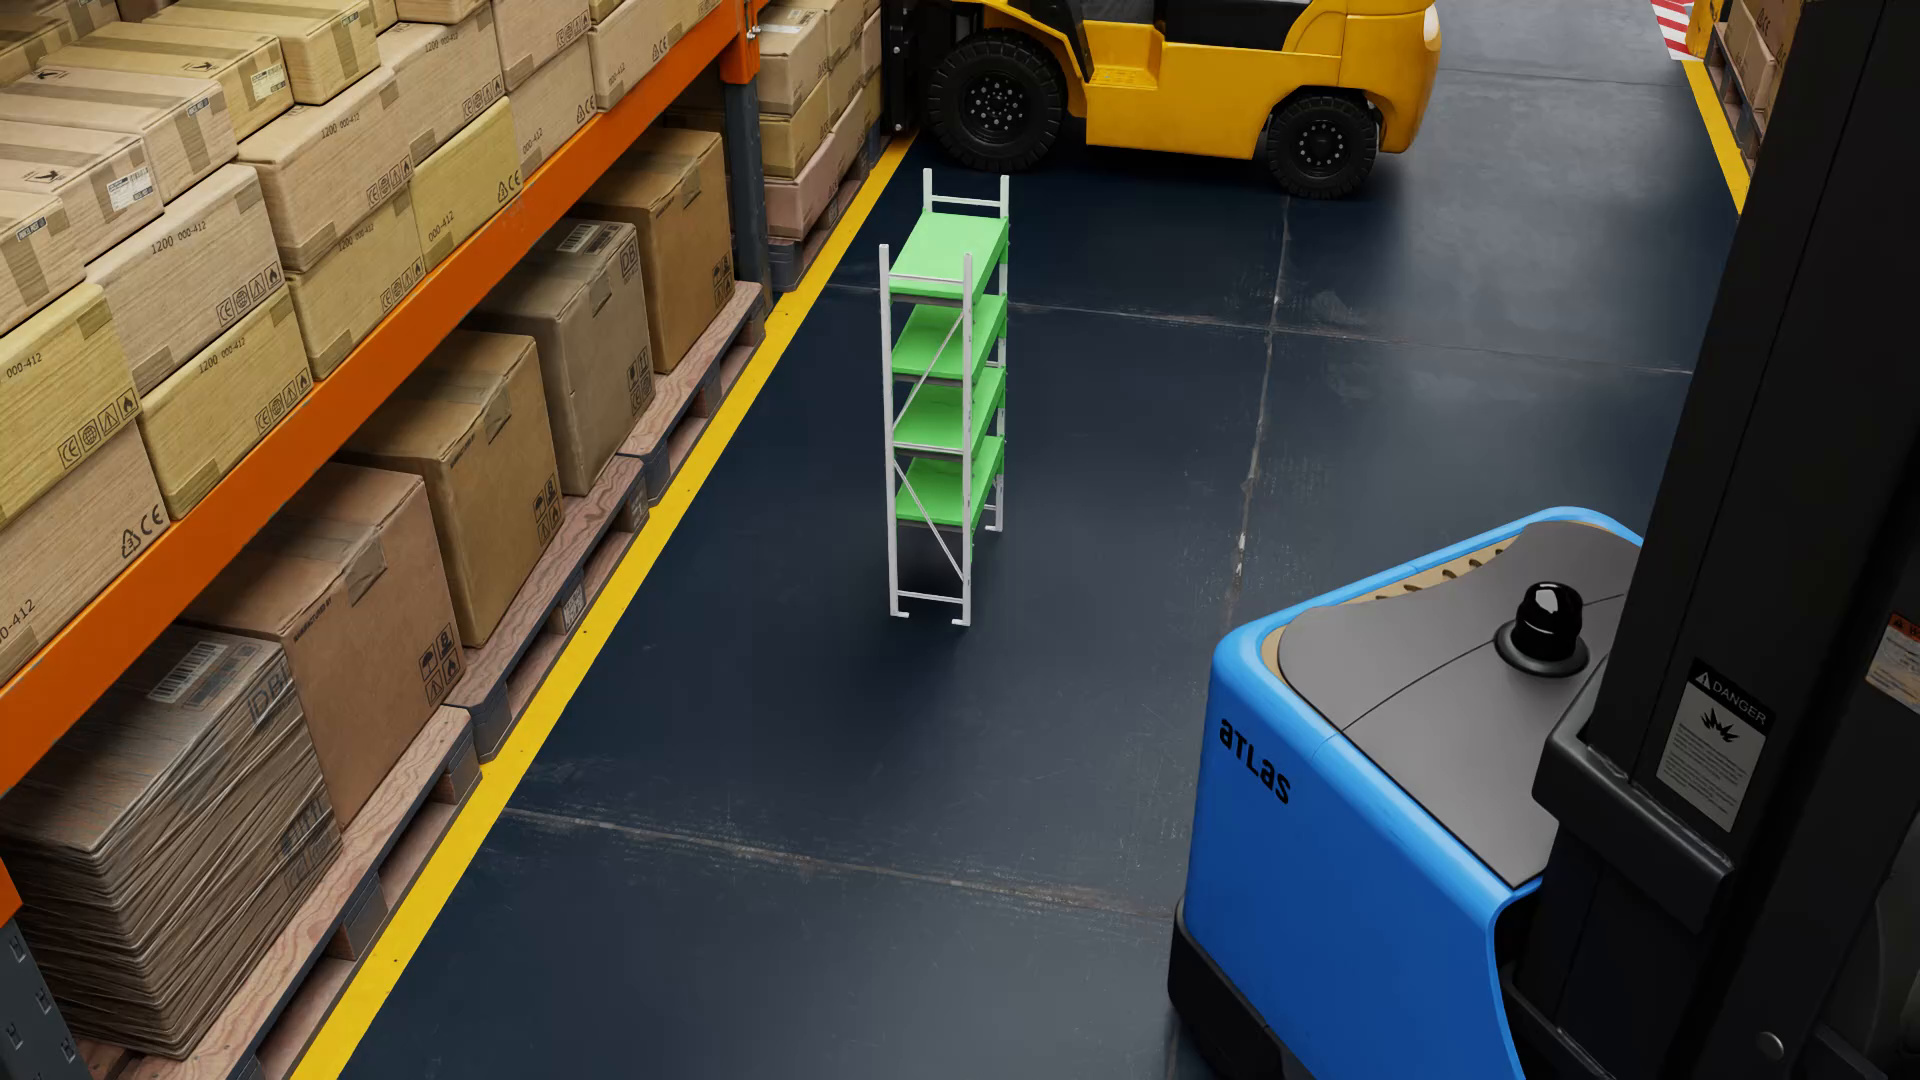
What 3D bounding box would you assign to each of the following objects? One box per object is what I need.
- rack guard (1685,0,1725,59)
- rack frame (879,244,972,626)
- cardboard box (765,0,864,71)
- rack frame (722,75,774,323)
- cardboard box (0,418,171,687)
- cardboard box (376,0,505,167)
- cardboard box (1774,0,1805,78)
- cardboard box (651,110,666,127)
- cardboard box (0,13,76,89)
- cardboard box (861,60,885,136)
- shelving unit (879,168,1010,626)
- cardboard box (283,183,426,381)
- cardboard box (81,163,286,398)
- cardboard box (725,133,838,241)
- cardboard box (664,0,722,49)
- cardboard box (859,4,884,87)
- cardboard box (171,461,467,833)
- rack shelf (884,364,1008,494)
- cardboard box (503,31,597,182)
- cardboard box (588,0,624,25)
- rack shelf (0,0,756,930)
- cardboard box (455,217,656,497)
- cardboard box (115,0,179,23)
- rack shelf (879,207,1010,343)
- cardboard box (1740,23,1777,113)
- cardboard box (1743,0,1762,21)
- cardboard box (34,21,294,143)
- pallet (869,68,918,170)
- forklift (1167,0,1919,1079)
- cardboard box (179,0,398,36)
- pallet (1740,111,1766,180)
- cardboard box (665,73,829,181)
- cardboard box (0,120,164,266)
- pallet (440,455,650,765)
[{"bbox_3d":[4.459,-2.765,8.638,1.175,0.500,0.348,7,37,10],"label":"rack guard"},{"bbox_3d":[-0.087,-0.251,4.574,0.240,1.200,0.015,7,37,10],"label":"rack frame"},{"bbox_3d":[-0.700,-2.139,6.778,0.500,0.250,0.500,7,37,10],"label":"cardboard box"},{"bbox_3d":[-1.229,-2.147,5.656,1.000,3.000,0.127,7,37,10],"label":"rack frame"},{"bbox_3d":[-1.750,-0.017,2.845,0.500,0.250,0.500,7,37,10],"label":"cardboard box"},{"bbox_3d":[-1.428,-1.100,3.914,0.500,0.250,0.500,8,37,11],"label":"cardboard box"},{"bbox_3d":[3.805,-2.152,7.010,0.500,0.500,0.500,8,37,11],"label":"cardboard box"},{"bbox_3d":[-1.326,-1.711,6.614,0.500,0.250,0.500,7,36,9],"label":"cardboard box"},{"bbox_3d":[-2.034,-0.963,3.385,0.380,0.149,0.250,7,37,10],"label":"cardboard box"},{"bbox_3d":[-0.615,-2.029,7.479,0.500,0.250,0.500,8,37,11],"label":"cardboard box"},{"bbox_3d":[-0.035,-0.391,4.767,0.258,1.200,0.503,7,37,10],"label":"shelving unit"},{"bbox_3d":[-1.535,-0.601,3.651,0.500,0.250,0.500,6,36,8],"label":"cardboard box"},{"bbox_3d":[-1.642,-0.506,3.094,0.500,0.250,0.500,8,37,11],"label":"cardboard box"},{"bbox_3d":[-0.803,-1.440,6.666,0.500,0.250,0.500,8,37,10],"label":"cardboard box"},{"bbox_3d":[-1.081,-1.765,5.257,0.500,0.250,0.500,8,37,11],"label":"cardboard box"},{"bbox_3d":[-0.600,-2.221,7.317,0.500,0.250,0.500,7,37,10],"label":"cardboard box"},{"bbox_3d":[-1.805,0.206,4.075,0.875,0.625,0.625,8,37,11],"label":"cardboard box"},{"bbox_3d":[-0.035,-0.339,4.804,0.258,0.148,0.480,7,37,10],"label":"rack shelf"},{"bbox_3d":[-1.319,-1.195,4.470,0.500,0.250,0.500,8,37,10],"label":"cardboard box"},{"bbox_3d":[-1.187,-1.679,4.713,0.500,0.250,0.500,6,36,9],"label":"cardboard box"},{"bbox_3d":[-1.657,-0.709,4.286,1.077,0.370,4.000,7,37,10],"label":"rack shelf"},{"bbox_3d":[-1.503,-0.611,5.203,0.875,0.625,0.625,7,37,9],"label":"cardboard box"},{"bbox_3d":[-1.903,-1.252,3.783,0.380,0.149,0.250,8,37,11],"label":"cardboard box"},{"bbox_3d":[-0.035,-0.728,4.523,0.258,0.148,0.480,7,37,10],"label":"rack shelf"},{"bbox_3d":[3.916,-2.158,7.656,0.500,0.250,0.500,9,37,12],"label":"cardboard box"},{"bbox_3d":[4.028,-2.739,7.819,0.500,0.500,0.500,6,36,8],"label":"cardboard box"},{"bbox_3d":[-1.574,-0.906,3.306,0.380,0.149,0.250,8,37,10],"label":"cardboard box"},{"bbox_3d":[-0.760,-2.170,8.065,1.003,0.211,1.213,7,37,10],"label":"pallet"},{"bbox_3d":[1.626,0.481,2.089,1.130,2.935,3.031,-18,40,-23],"label":"forklift"},{"bbox_3d":[-1.501,-1.205,3.719,0.380,0.149,0.250,7,37,10],"label":"cardboard box"},{"bbox_3d":[3.988,-1.489,7.125,1.003,0.211,1.213,7,37,10],"label":"pallet"},{"bbox_3d":[-0.825,-1.645,6.523,0.500,0.250,0.500,7,37,10],"label":"cardboard box"},{"bbox_3d":[-1.642,-0.607,2.893,0.380,0.149,0.250,8,37,11],"label":"cardboard box"},{"bbox_3d":[-1.607,0.111,4.917,1.003,0.211,1.213,7,37,10],"label":"pallet"}]
